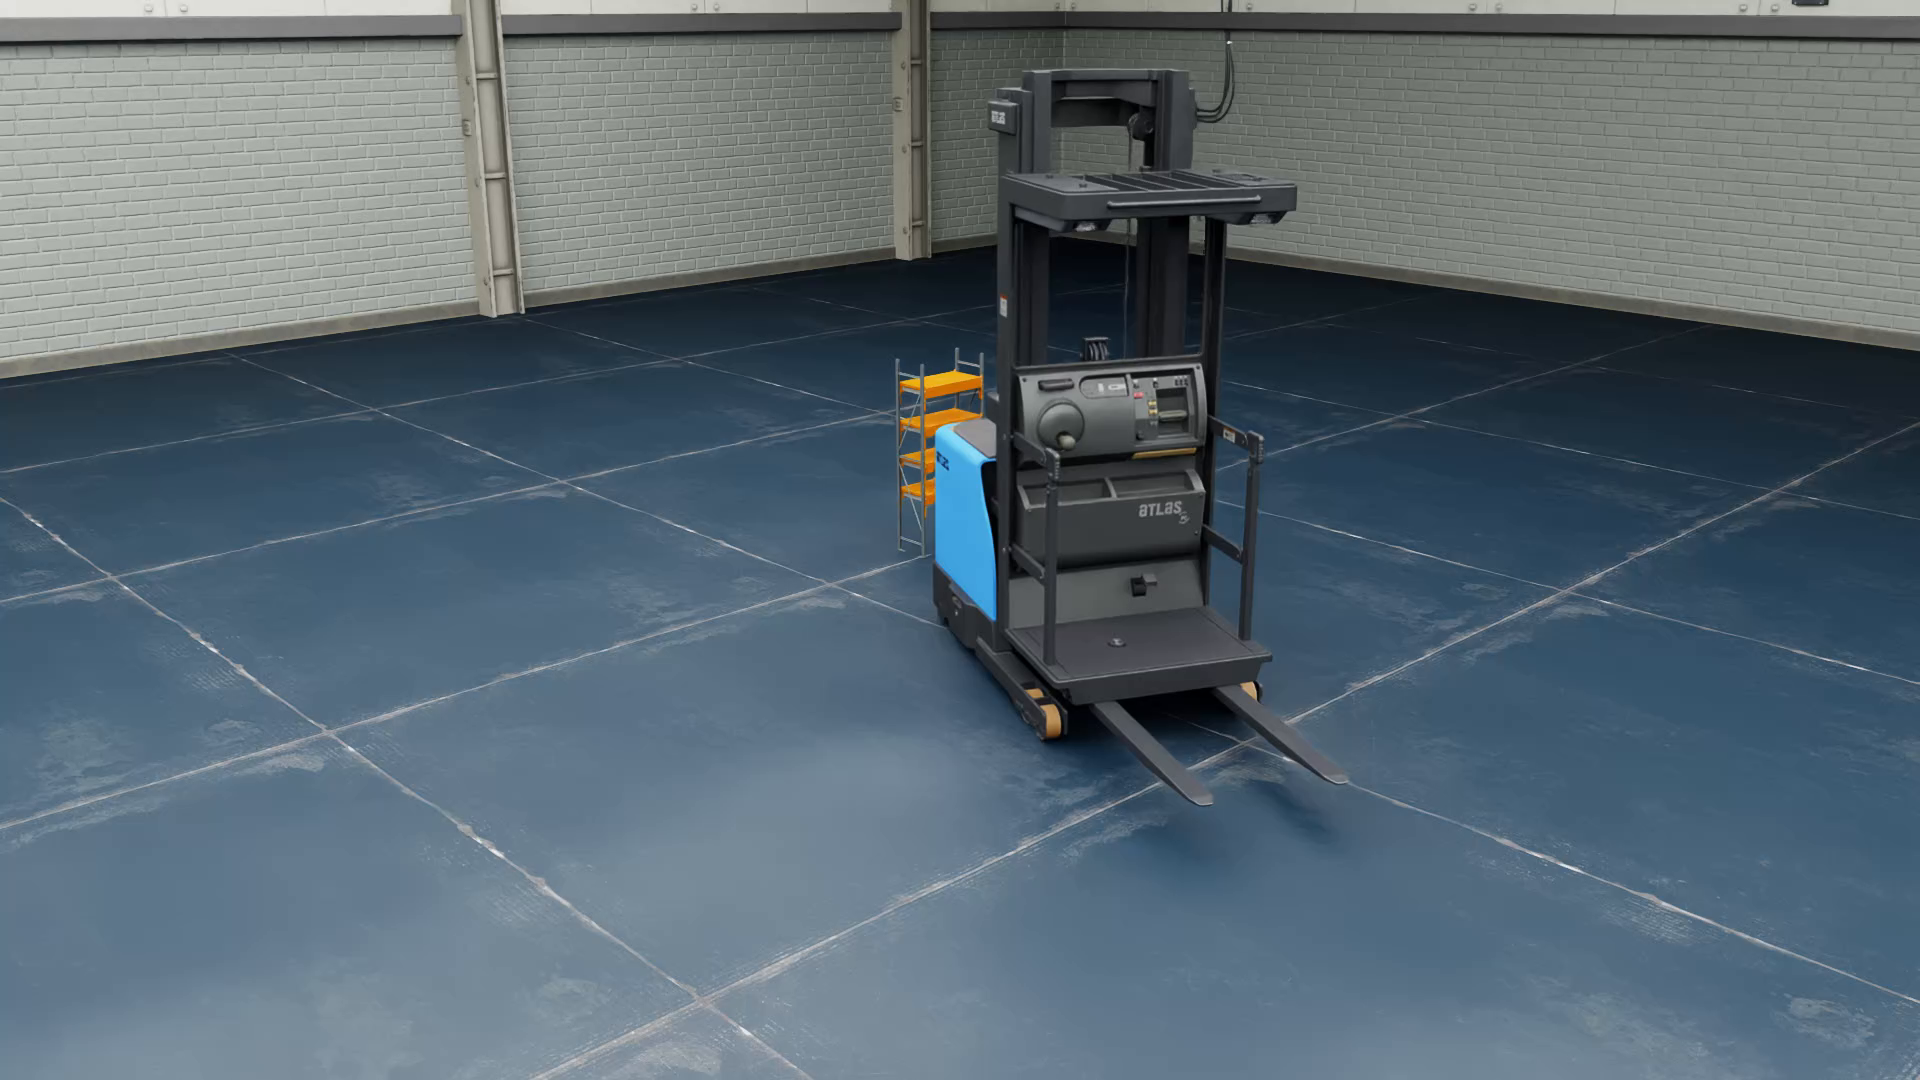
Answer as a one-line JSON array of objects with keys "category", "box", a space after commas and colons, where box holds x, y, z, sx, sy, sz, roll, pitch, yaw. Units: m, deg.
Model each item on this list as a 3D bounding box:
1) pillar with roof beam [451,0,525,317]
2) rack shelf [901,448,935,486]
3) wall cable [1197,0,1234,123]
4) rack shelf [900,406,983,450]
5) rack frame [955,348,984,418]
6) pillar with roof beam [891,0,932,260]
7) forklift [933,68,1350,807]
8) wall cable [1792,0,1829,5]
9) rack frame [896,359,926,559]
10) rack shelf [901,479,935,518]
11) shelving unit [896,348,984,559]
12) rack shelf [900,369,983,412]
[{"category": "pillar with roof beam", "box": [-2.024, -5.782, 13.727, 0.400, 9.000, 9.100, -16, 24, -41]}, {"category": "rack shelf", "box": [-0.120, -0.472, 10.212, 0.480, 0.148, 0.258, -16, 24, -41]}, {"category": "wall cable", "box": [2.427, -6.869, 22.114, 0.112, 2.526, 3.097, -16, 24, -41]}, {"category": "rack shelf", "box": [-0.120, -0.684, 10.143, 0.480, 0.148, 0.258, -16, 24, -41]}, {"category": "rack frame", "box": [0.057, -0.587, 10.351, 0.015, 1.200, 0.240, -16, 24, -41]}, {"category": "pillar with roof beam", "box": [2.336, -7.053, 17.648, 0.400, 9.000, 9.100, -16, 24, -41]}, {"category": "forklift", "box": [0.792, -0.613, 7.622, 1.130, 2.935, 3.031, -6, 19, -17]}, {"category": "wall cable", "box": [8.938, -7.833, 14.539, 0.169, 6.003, 2.305, -16, 24, -41]}, {"category": "rack frame", "box": [-0.298, -0.484, 10.032, 0.015, 1.200, 0.240, -16, 24, -41]}, {"category": "rack shelf", "box": [-0.120, -0.283, 10.273, 0.480, 0.148, 0.258, -16, 24, -41]}, {"category": "shelving unit", "box": [-0.120, -0.536, 10.191, 0.503, 1.200, 0.258, -16, 24, -41]}, {"category": "rack shelf", "box": [-0.120, -0.909, 10.070, 0.480, 0.148, 0.258, -16, 24, -41]}]
